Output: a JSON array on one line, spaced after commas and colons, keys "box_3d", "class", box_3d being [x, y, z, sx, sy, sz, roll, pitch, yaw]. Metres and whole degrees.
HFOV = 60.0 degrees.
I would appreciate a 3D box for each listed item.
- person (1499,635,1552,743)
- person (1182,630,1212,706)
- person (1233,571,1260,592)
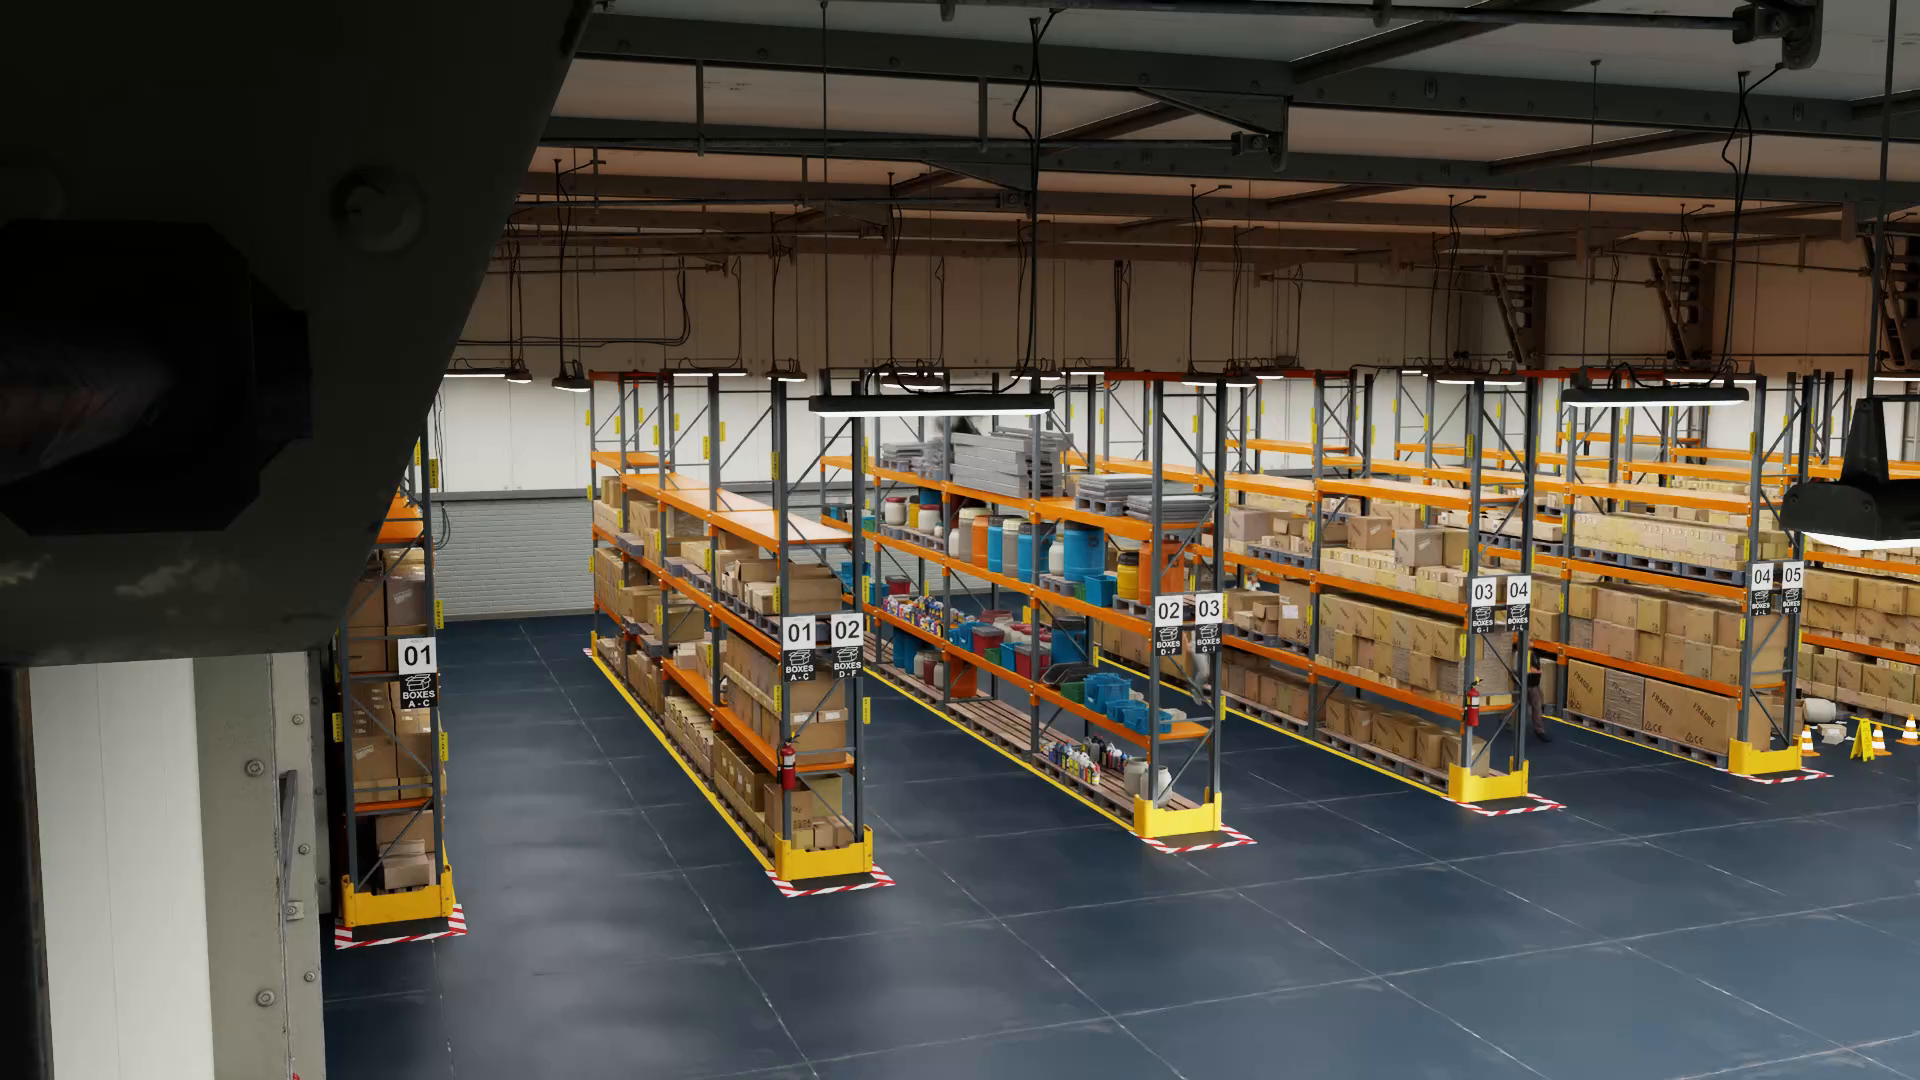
[{"box_3d": [9.307, 2.407, 27.322, 0.657, 1.721, 0.950, -4, 8, -32], "class": "person"}, {"box_3d": [4.243, 1.968, 28.871, 0.652, 1.841, 0.648, -4, 8, -33], "class": "person"}, {"box_3d": [6.359, 1.463, 36.574, 0.603, 1.618, 0.654, -4, 7, -31], "class": "person"}]
